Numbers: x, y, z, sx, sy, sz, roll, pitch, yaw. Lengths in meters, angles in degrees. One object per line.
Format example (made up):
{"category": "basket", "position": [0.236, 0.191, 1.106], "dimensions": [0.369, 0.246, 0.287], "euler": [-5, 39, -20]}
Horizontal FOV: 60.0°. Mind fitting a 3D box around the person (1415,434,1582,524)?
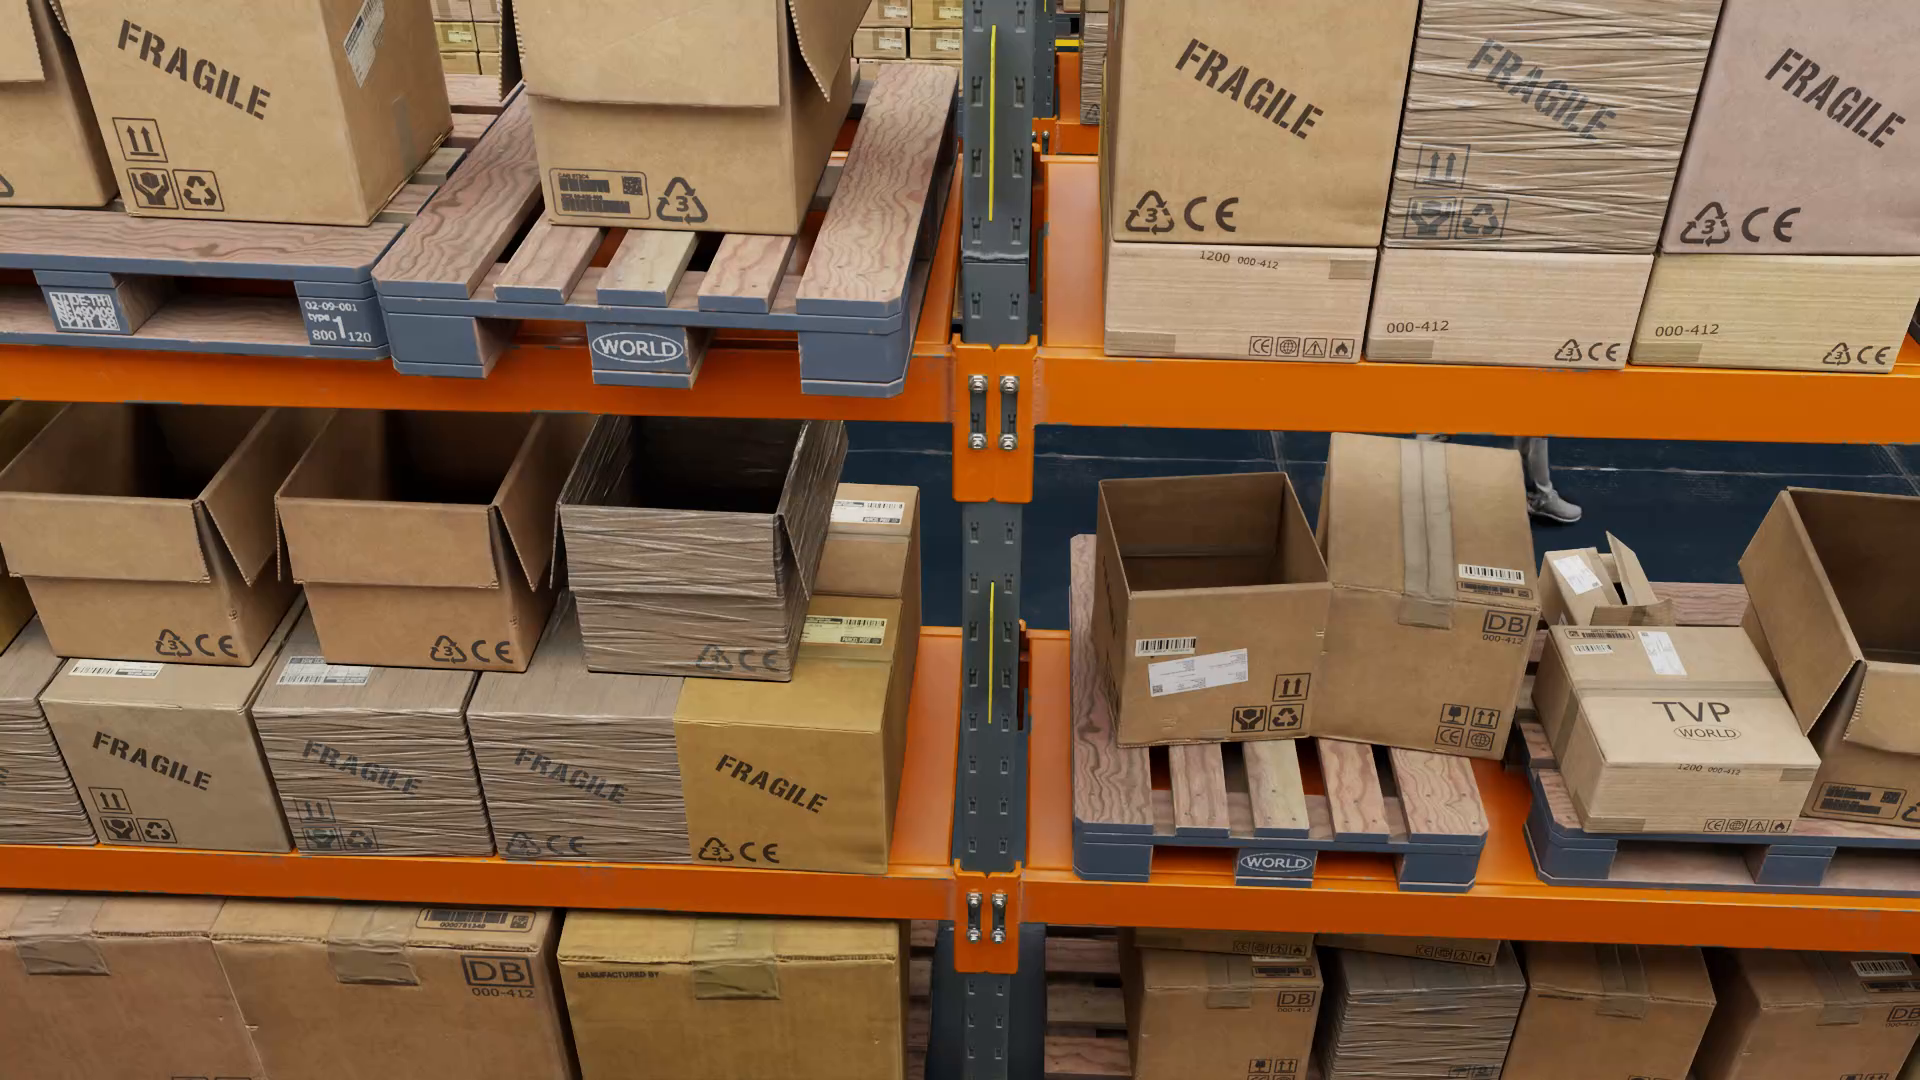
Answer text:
{"category": "person", "position": [2.434, -0.833, 7.266], "dimensions": [0.842, 1.675, 0.494], "euler": [-5, 36, -7]}
